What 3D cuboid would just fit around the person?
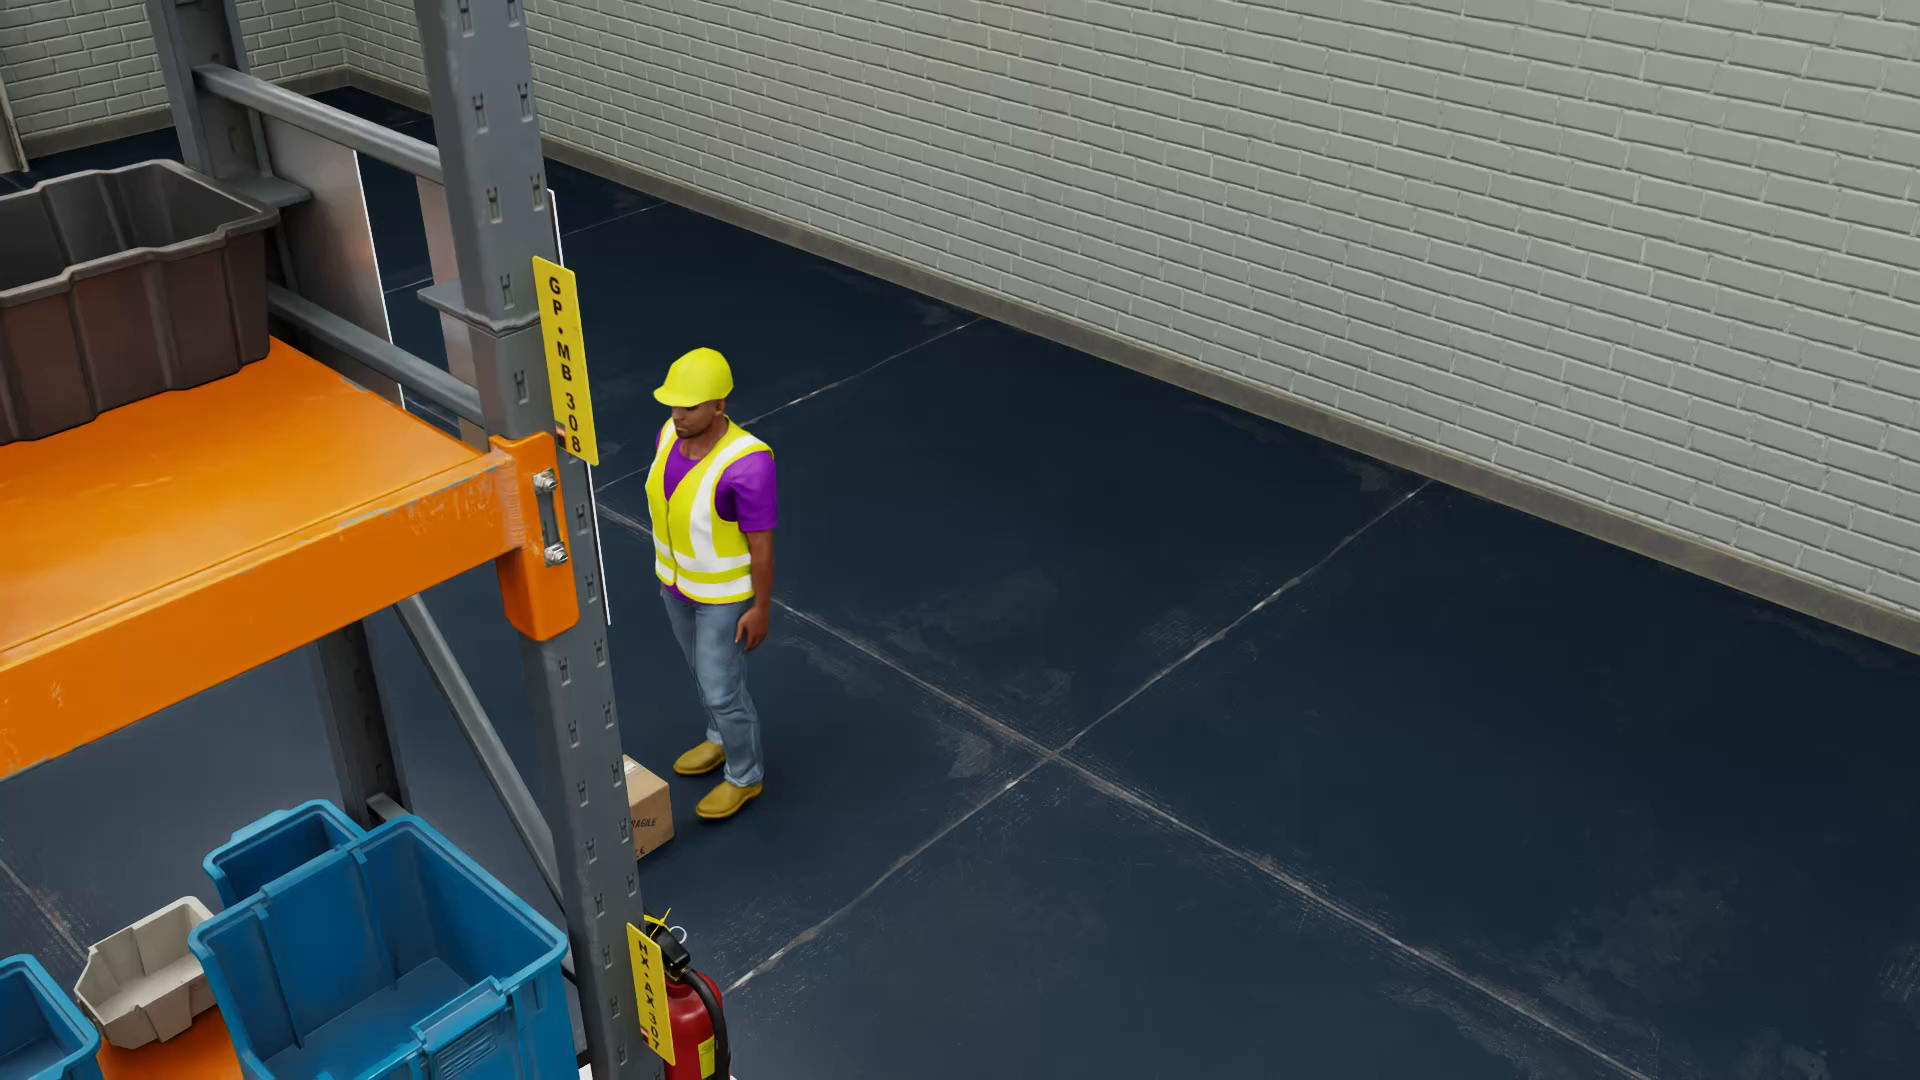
[{"bbox_3d":[-0.893,0.163,5.849,0.567,1.765,0.429,26,40,36],"label":"person"}]
